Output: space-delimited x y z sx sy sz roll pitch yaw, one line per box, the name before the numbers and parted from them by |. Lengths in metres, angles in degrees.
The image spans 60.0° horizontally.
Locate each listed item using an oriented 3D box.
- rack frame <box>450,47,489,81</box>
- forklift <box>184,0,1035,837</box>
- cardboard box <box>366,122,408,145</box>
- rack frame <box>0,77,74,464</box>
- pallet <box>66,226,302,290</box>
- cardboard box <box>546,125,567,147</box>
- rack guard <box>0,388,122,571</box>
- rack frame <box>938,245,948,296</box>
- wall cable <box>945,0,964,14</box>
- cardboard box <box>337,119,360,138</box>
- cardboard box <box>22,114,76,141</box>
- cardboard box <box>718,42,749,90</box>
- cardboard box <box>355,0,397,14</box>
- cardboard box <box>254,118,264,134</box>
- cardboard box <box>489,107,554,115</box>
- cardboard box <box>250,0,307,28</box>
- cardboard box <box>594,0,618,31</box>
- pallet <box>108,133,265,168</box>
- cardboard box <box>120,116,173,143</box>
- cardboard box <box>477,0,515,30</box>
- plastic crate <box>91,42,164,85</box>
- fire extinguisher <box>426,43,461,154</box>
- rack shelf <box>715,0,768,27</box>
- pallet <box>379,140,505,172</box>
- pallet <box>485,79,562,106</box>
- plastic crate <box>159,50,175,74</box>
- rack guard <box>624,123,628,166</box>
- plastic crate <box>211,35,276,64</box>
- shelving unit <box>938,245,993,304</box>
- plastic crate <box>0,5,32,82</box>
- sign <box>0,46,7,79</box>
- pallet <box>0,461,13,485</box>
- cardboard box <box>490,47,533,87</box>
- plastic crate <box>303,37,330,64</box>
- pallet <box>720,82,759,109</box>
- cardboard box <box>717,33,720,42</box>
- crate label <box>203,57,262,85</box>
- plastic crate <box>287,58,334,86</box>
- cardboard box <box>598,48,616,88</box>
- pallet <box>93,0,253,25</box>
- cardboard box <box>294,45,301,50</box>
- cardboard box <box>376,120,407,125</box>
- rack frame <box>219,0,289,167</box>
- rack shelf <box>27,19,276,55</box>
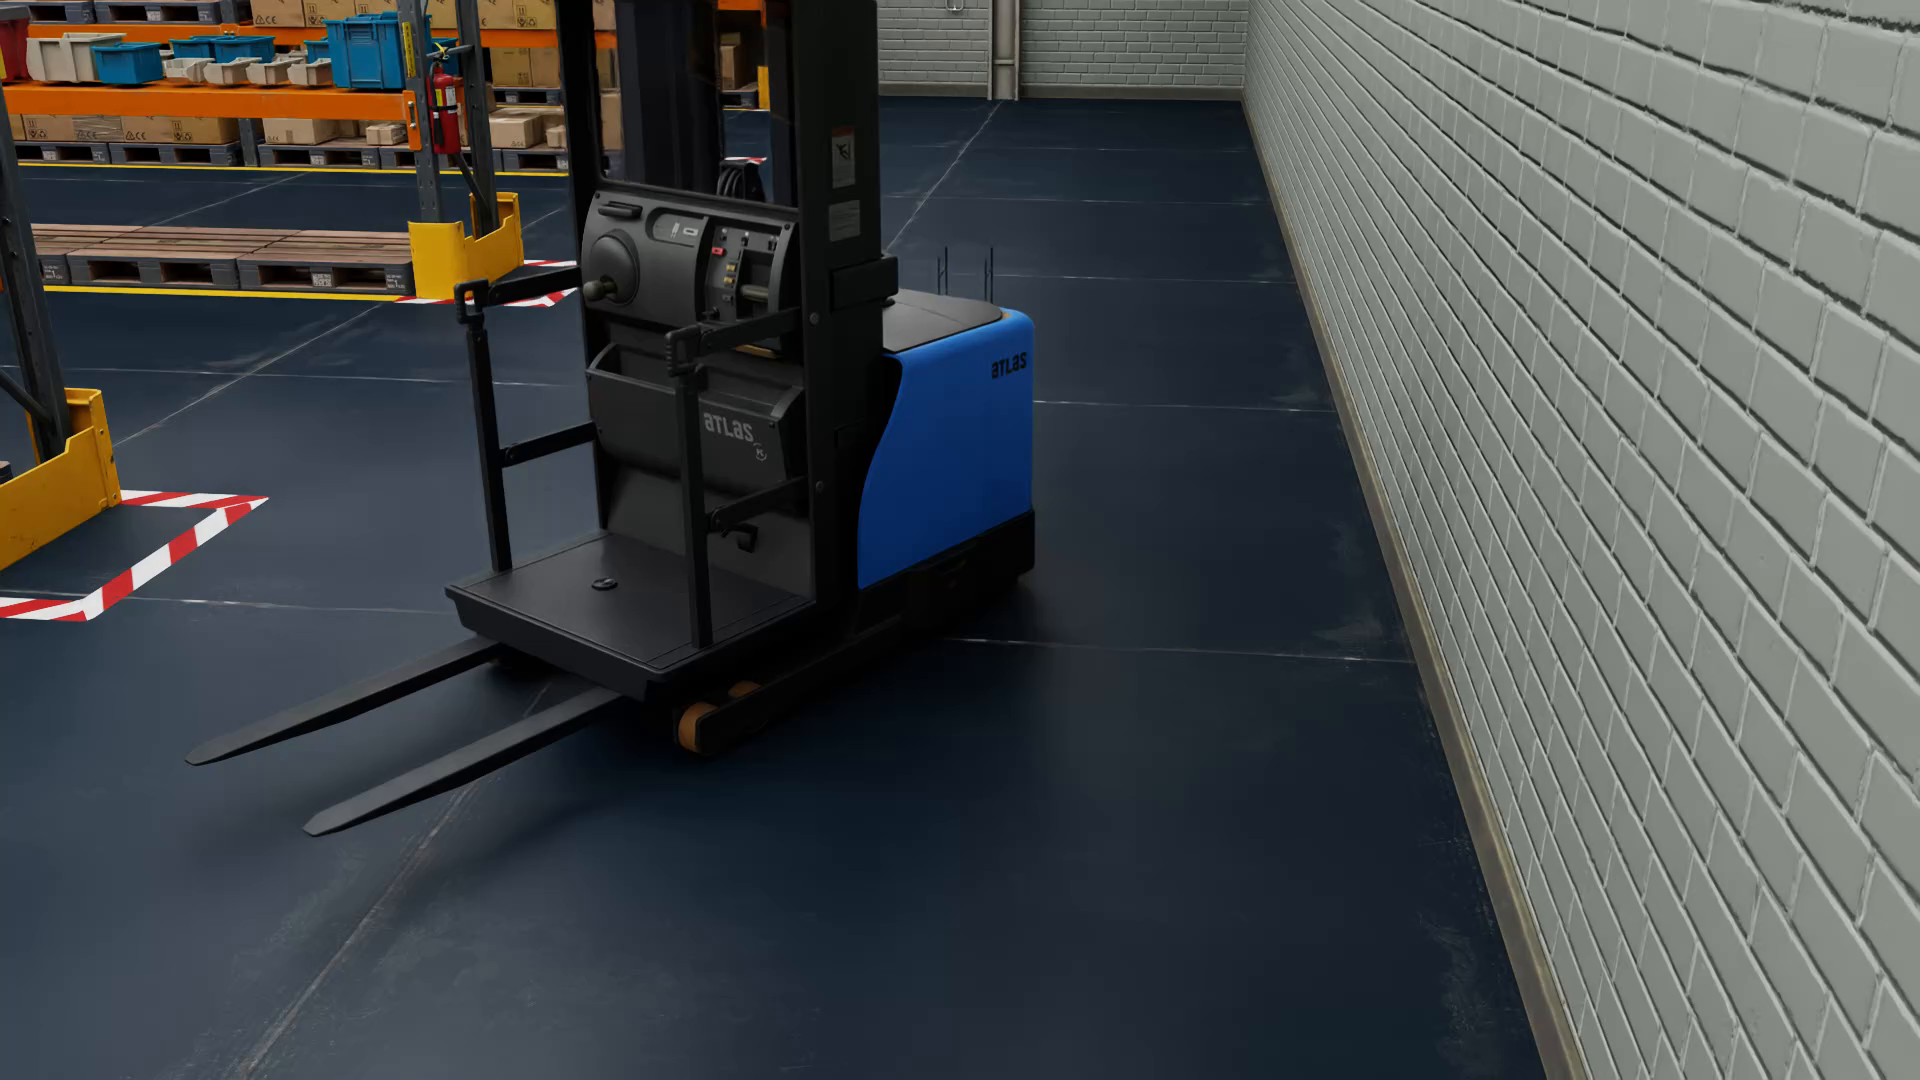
rack frame | -6.195 -6.977 20.508 0.127 3.000 1.000 2 22 6
forklift | -1.018 -0.891 5.206 1.130 2.935 3.031 16 27 35
cardboard box | -5.523 -3.924 16.042 0.250 0.166 0.380 2 22 6
rack frame | -3.972 -1.379 6.347 0.127 3.000 1.000 2 22 6
pallet | -5.411 -1.994 11.696 1.213 0.211 1.003 2 22 6
cardboard box | -3.763 -3.866 15.895 0.250 0.166 0.380 2 22 6
rack guard | -3.948 -0.215 6.804 0.348 0.500 1.175 2 22 6
rack frame | -0.068 -0.579 6.773 0.006 1.200 0.240 3 22 7
wall cable | -0.840 -7.566 20.617 1.851 1.984 0.084 2 22 6
cardboard box | -6.175 -4.289 16.511 0.500 0.500 0.500 2 22 6
cardboard box | -8.791 -4.195 16.272 0.500 0.500 0.500 2 22 4
cardboard box | -2.930 -5.831 20.437 0.500 0.500 0.700 2 22 6
cardboard box | -5.295 -5.050 15.497 0.500 0.500 0.500 2 22 6
cardboard box | -7.226 -4.320 16.590 0.500 0.500 0.500 2 22 4
cardboard box | -4.302 -4.092 16.351 0.500 0.250 0.500 2 22 6
cardboard box | -6.300 -5.093 15.607 0.500 0.500 0.500 3 22 8
cardboard box | -3.279 -4.962 15.274 0.500 0.500 0.500 3 22 8
pallet | -7.587 -3.893 16.500 1.213 0.211 1.003 2 22 6
cardboard box | -7.788 -4.152 16.163 0.500 0.500 0.500 3 22 6
cardboard box | -4.289 -5.007 15.388 0.500 0.500 0.500 3 22 7
plastic crate | -5.458 -3.132 10.929 0.300 0.233 0.416 2 22 6
fire extinguisher | -3.292 -2.805 10.568 0.183 0.674 0.296 2 22 6
rack shelf | -4.209 -6.556 20.421 4.000 0.370 1.077 2 22 6
pallet | -4.878 -3.790 16.238 1.213 0.211 1.003 2 22 6
pallet | -5.449 -5.619 20.865 1.213 0.211 1.003 2 22 6
plastic crate | -5.596 -3.300 11.483 0.466 0.136 0.293 2 22 6
rack guard | -2.878 -3.836 15.963 0.348 0.500 1.175 2 22 6
plastic crate | -4.903 -3.325 11.416 0.300 0.233 0.416 2 22 6
shelving unit | 0.023 -0.575 6.762 0.189 1.200 0.258 3 22 7
plastic crate | -6.504 -3.288 11.007 0.583 0.464 0.402 2 22 6
sign | -3.900 -2.020 6.685 0.005 0.325 0.100 2 22 6
pallet | -4.775 -0.088 6.875 1.213 0.211 1.003 2 22 6
cardboard box | -5.464 -5.940 20.714 0.500 0.500 0.700 3 22 7
plastic crate | -4.249 -3.296 11.344 0.300 0.233 0.416 2 22 6
pallet | -3.026 -5.513 20.598 1.213 0.211 1.003 2 22 6
cardboard box | -3.079 -6.071 20.163 0.250 0.149 0.380 2 22 6
crate label | -4.785 -3.082 10.934 0.243 0.136 0.396 2 22 6
plastic crate | -4.220 -3.061 10.881 0.243 0.136 0.396 2 22 6
cardboard box | -4.457 -5.894 20.598 0.500 0.500 0.700 3 22 8
pallet | -7.555 -5.154 16.156 1.213 0.211 1.003 2 22 6
cardboard box | -8.583 -6.226 20.960 0.750 0.750 0.750 2 22 6
cardboard box | -5.430 -4.169 16.464 0.500 0.311 0.500 2 22 6
rack frame | -6.774 -5.168 15.933 0.127 3.000 1.000 2 22 6
rack shelf | -8.760 -4.920 16.284 4.000 0.370 1.077 2 22 6
